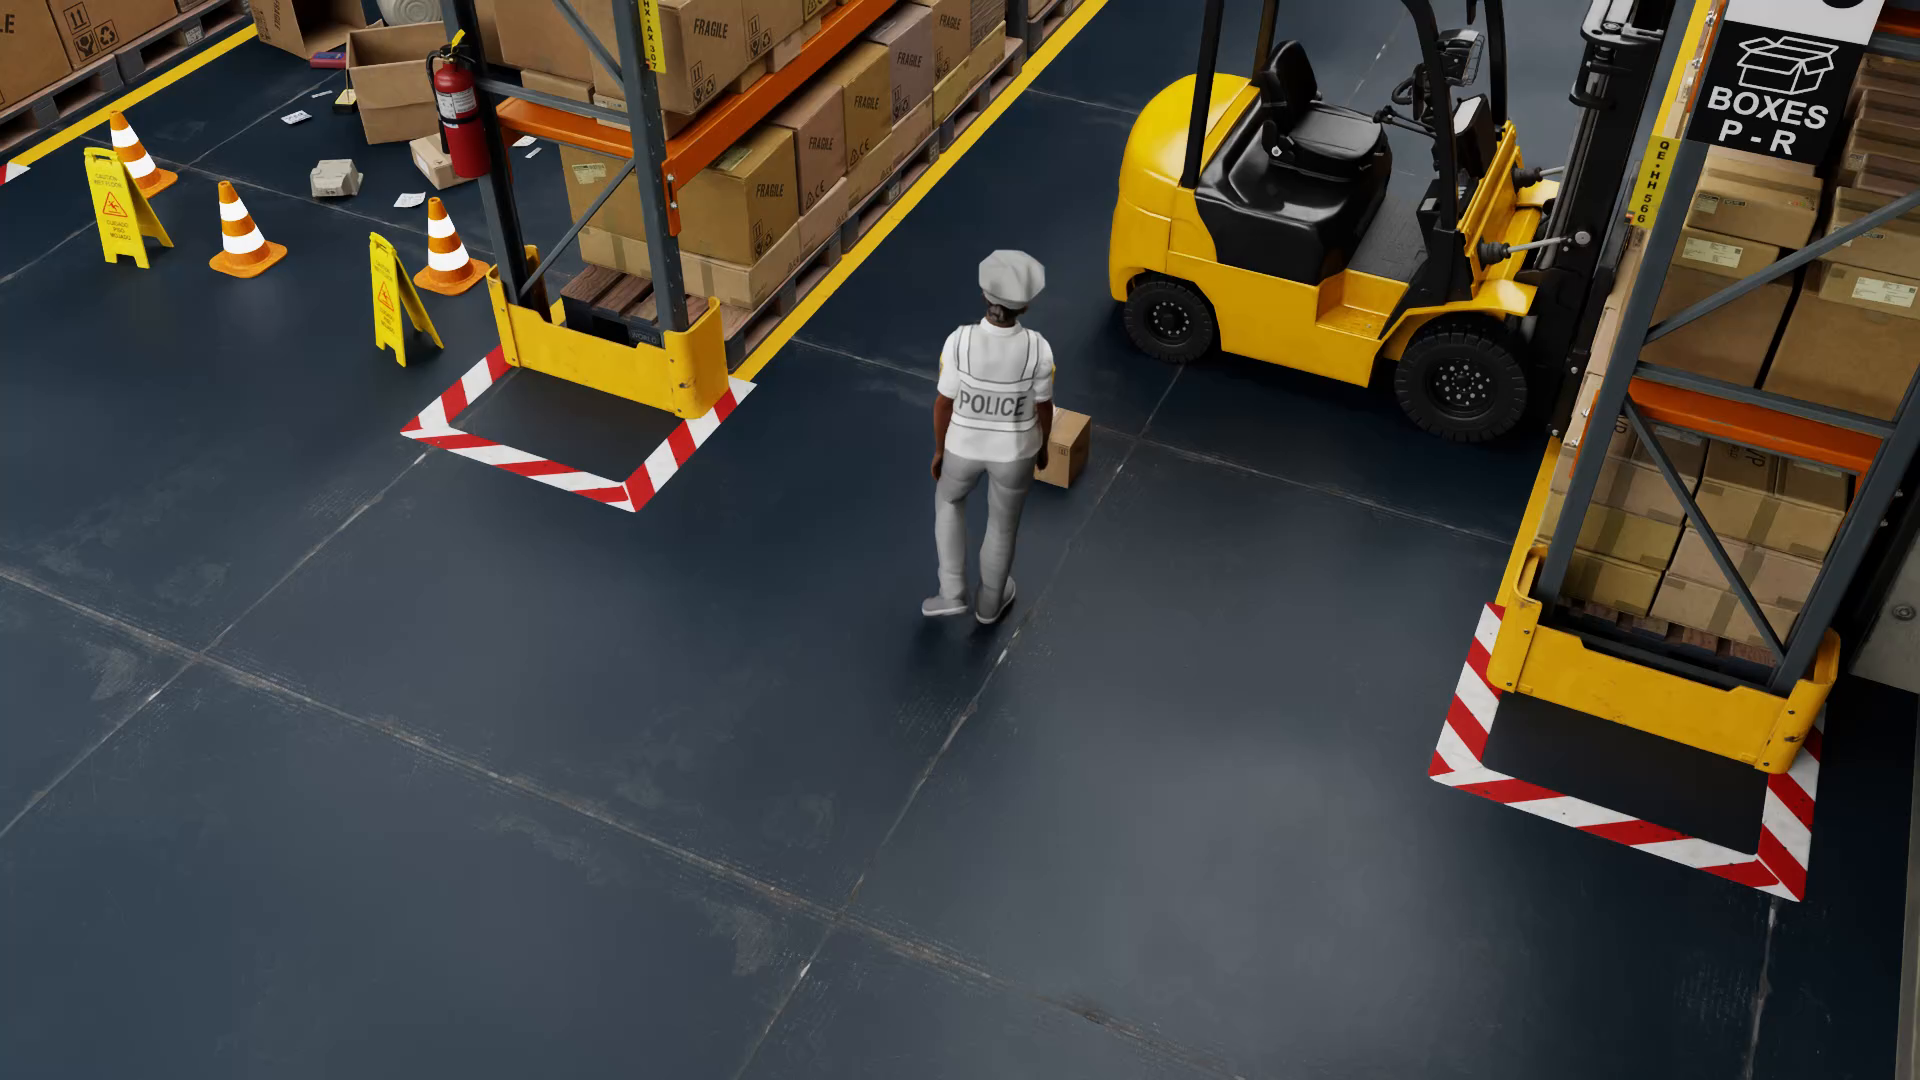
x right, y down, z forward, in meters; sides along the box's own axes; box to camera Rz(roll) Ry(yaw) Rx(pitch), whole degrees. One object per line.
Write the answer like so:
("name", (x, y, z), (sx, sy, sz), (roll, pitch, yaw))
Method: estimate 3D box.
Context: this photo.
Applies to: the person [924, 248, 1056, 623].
("person", (0.106, -0.348, 6.508), (0.502, 1.661, 0.415), (7, 43, 7))
